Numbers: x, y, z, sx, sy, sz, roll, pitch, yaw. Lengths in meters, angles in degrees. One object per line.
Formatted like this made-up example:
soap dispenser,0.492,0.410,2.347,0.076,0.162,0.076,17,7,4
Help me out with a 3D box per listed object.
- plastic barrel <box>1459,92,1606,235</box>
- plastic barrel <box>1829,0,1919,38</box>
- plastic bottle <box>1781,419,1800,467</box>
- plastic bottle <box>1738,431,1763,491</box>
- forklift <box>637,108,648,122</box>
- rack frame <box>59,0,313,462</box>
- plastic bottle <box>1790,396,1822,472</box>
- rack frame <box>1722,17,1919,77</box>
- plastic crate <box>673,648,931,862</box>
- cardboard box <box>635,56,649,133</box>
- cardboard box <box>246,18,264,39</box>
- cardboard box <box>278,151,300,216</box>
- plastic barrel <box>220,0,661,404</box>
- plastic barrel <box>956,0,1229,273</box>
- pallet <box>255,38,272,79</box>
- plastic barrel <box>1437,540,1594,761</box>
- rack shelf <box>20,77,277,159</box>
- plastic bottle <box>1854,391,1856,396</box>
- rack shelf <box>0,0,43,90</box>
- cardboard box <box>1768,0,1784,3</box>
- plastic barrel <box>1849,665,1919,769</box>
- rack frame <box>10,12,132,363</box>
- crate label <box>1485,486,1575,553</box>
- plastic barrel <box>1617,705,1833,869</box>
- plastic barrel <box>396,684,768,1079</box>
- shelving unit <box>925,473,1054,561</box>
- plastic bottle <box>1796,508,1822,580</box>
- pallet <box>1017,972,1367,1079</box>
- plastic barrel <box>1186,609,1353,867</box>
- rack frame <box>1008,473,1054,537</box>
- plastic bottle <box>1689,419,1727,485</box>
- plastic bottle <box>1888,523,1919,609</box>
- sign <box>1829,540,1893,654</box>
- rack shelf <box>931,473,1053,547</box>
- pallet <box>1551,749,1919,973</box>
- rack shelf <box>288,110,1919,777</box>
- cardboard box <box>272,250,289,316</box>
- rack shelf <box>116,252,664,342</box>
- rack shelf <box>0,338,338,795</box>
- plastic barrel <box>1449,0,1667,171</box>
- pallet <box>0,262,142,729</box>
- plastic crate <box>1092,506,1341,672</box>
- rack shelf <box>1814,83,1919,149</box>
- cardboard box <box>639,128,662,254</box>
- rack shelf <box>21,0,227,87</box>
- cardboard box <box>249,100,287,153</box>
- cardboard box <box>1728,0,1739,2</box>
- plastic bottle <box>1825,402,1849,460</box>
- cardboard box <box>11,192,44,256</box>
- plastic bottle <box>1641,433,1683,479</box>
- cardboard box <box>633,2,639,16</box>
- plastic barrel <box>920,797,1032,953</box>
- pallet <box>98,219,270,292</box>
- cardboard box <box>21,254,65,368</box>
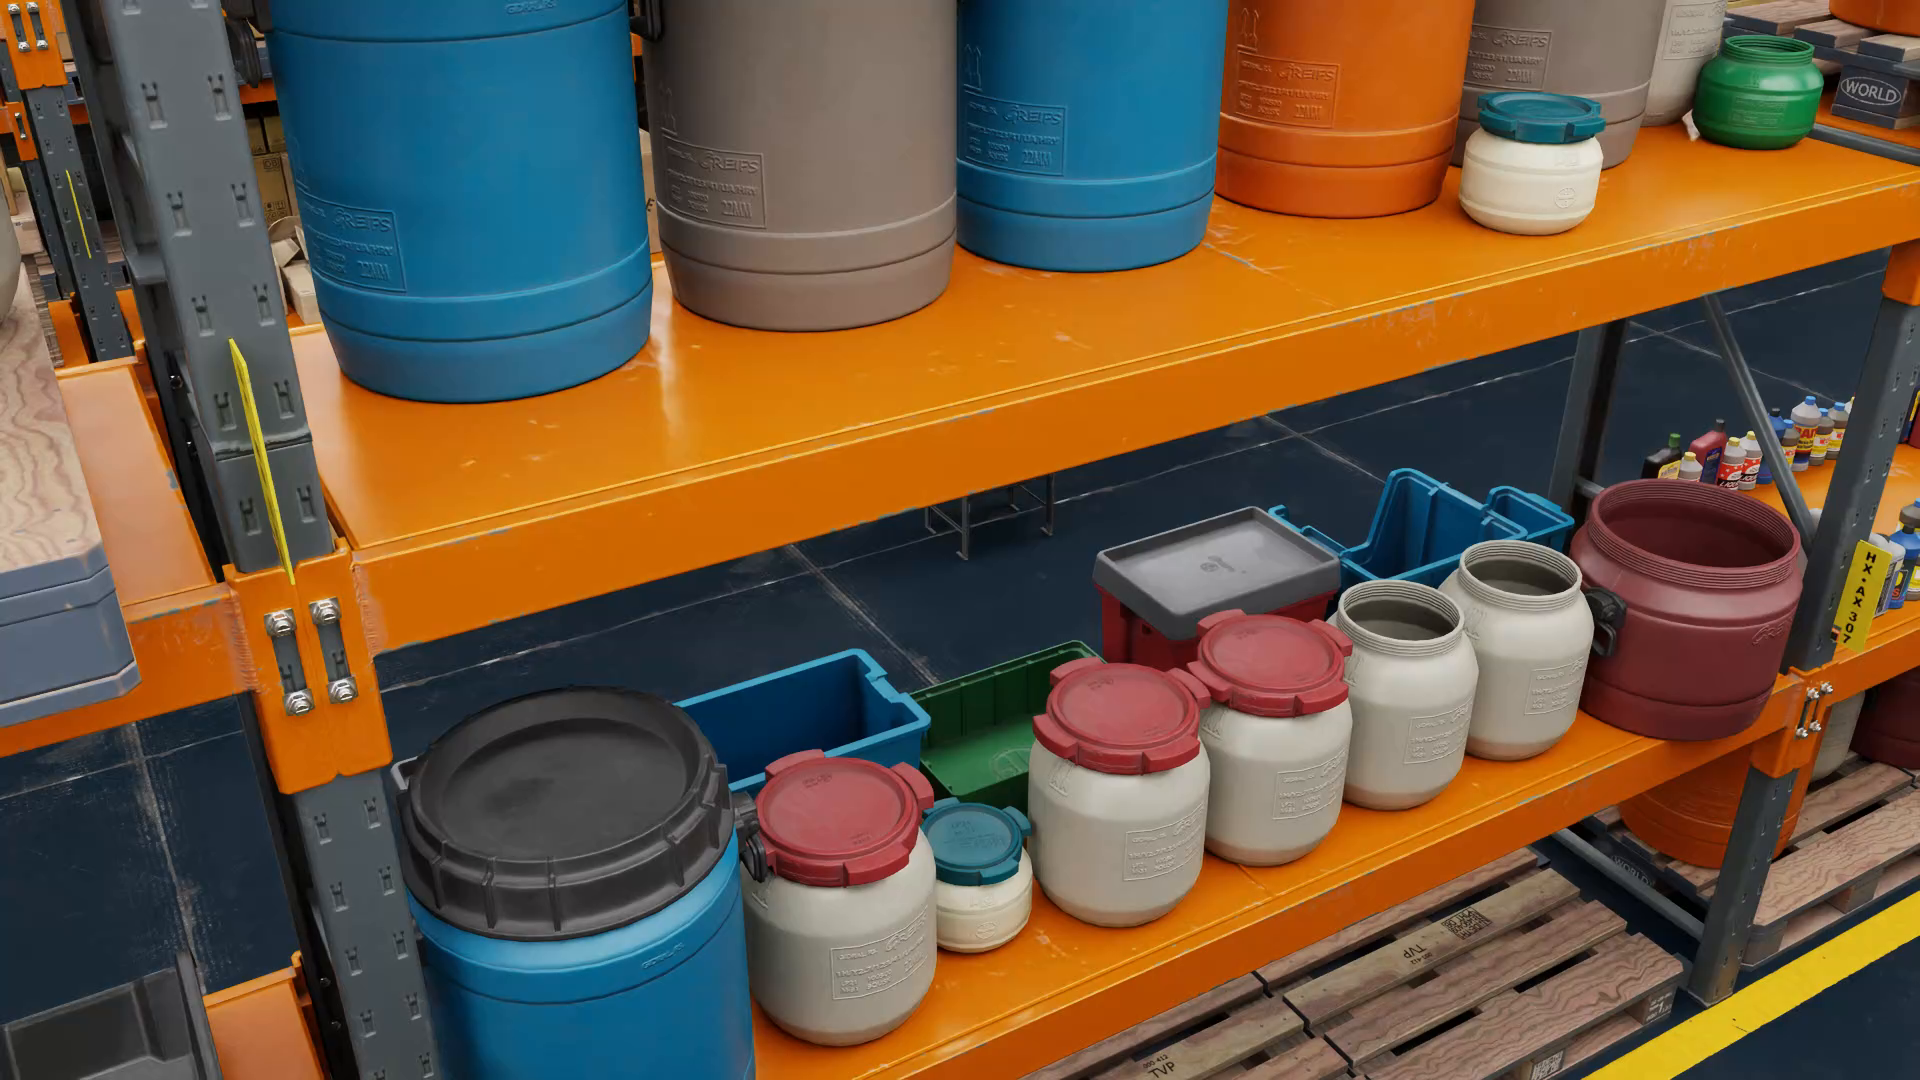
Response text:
plastic barrel,1.273,-0.839,3.704,0.301,0.262,0.301,0,29,0
plastic barrel,2.742,-1.817,4.455,0.708,0.830,0.600,-16,33,-26
plastic bottle,2.943,-0.333,5.954,0.097,0.201,0.097,0,29,0
plastic bottle,2.775,-0.285,5.868,0.097,0.201,0.097,0,29,0
forklift,-2.344,-2.949,10.561,3.031,2.935,1.130,-25,37,-37
rack frame,-1.198,-1.642,1.912,0.127,3.000,1.000,-16,33,-26
plastic bottle,3.027,-0.387,5.980,0.097,0.271,0.097,0,29,0
rack frame,2.251,-2.621,3.686,0.127,3.000,1.000,-16,33,-26
plastic crate,-0.404,0.592,4.089,0.575,0.384,0.392,-16,33,-26
cardboard box,-2.068,-3.489,13.259,0.750,0.750,0.750,-16,33,-27
cardboard box,-4.723,-3.797,11.467,0.500,0.500,0.700,-11,31,-20
cardboard box,-4.710,-2.683,12.139,0.500,0.500,0.700,-15,32,-26
plastic barrel,-0.869,-0.763,2.905,0.708,0.901,0.600,-16,33,-26
plastic barrel,0.259,-1.083,3.485,0.708,0.901,0.600,-16,33,-26
pallet,-4.454,-3.536,11.751,1.213,0.211,1.003,-16,33,-26
plastic barrel,1.472,0.297,4.491,0.421,0.512,0.421,0,29,0
rack shelf,-4.492,-3.317,11.900,4.000,0.370,1.077,-16,33,-26
plastic bottle,3.369,-0.500,6.172,0.133,0.283,0.061,-16,33,-26
rack shelf,-5.428,-1.588,5.664,4.000,0.370,1.077,-16,33,-26
cardboard box,5.515,-3.590,11.546,0.500,0.500,0.500,-16,32,-26
plastic barrel,3.638,0.474,6.347,0.708,0.588,0.600,-16,33,-26
rack frame,-3.704,-1.080,7.102,0.127,3.000,1.000,-16,33,-26
crate label,1.698,0.026,5.272,0.416,0.233,0.303,-16,33,-26
plastic barrel,2.664,0.645,5.788,0.708,0.830,0.600,-16,33,-26
plastic barrel,-0.711,0.797,3.183,0.708,0.901,0.600,-16,33,-26
shelving unit,0.143,-0.960,7.816,0.503,2.100,0.431,-16,33,-26
plastic bottle,2.711,0.025,5.228,0.135,0.276,0.152,-16,33,-26
pallet,0.513,1.697,4.957,1.213,0.211,1.003,-16,33,-26
plastic barrel,0.744,0.497,4.104,0.433,0.535,0.433,0,29,0
rack frame,0.353,-1.020,7.924,0.015,2.100,0.400,-16,33,-26
plastic bottle,2.583,-0.277,5.767,0.133,0.283,0.061,-16,33,-26
plastic bottle,2.902,0.074,5.145,0.097,0.271,0.097,0,29,0
sign,2.536,0.162,4.684,0.005,0.325,0.100,-16,33,-26
rack shelf,0.143,-0.335,8.161,0.480,0.518,0.431,-16,33,-26
pallet,2.910,1.016,6.190,1.213,0.211,1.003,-16,33,-26
rack shelf,0.527,-0.503,3.697,4.000,0.370,1.077,-16,33,-26
cardboard box,-3.302,-1.153,7.389,0.500,0.250,0.500,-14,32,-23
rack shelf,-1.980,-1.254,8.163,4.000,0.370,1.077,-16,33,-26
rack shelf,-2.922,0.476,1.923,4.000,0.370,1.077,-16,33,-26
plastic barrel,1.433,-1.417,4.089,0.600,0.901,0.600,0,29,0
pallet,-1.770,-0.029,2.288,1.003,0.211,1.213,-16,33,-26
plastic crate,0.703,0.246,4.634,0.583,0.464,0.402,-16,33,-26
rack shelf,3.975,-1.482,5.472,4.000,0.370,1.077,-16,33,-26
cardboard box,-1.694,-1.685,8.095,0.500,0.500,0.500,-18,34,-29
rack shelf,-1.980,-2.568,7.438,4.000,0.370,1.077,-16,33,-26
cardboard box,-4.766,-2.994,11.927,0.500,0.250,0.500,-17,33,-28
cardboard box,5.075,-3.897,11.068,0.500,0.500,0.500,-15,32,-25
plastic bottle,3.195,-0.404,6.084,0.097,0.201,0.097,0,29,0
cardboard box,-3.830,-1.252,6.639,0.250,0.149,0.380,-16,33,-26
plastic bottle,2.384,-0.220,5.665,0.133,0.283,0.061,-16,33,-26
cardboard box,-2.367,-4.004,12.641,0.250,0.149,0.380,-16,33,-27
plastic barrel,0.021,0.785,3.866,0.301,0.262,0.301,0,29,0
pallet,-5.546,-2.113,11.860,1.213,0.211,1.003,-16,33,-26
cardboard box,-4.083,-1.012,6.876,0.500,0.500,0.700,-17,33,-28
